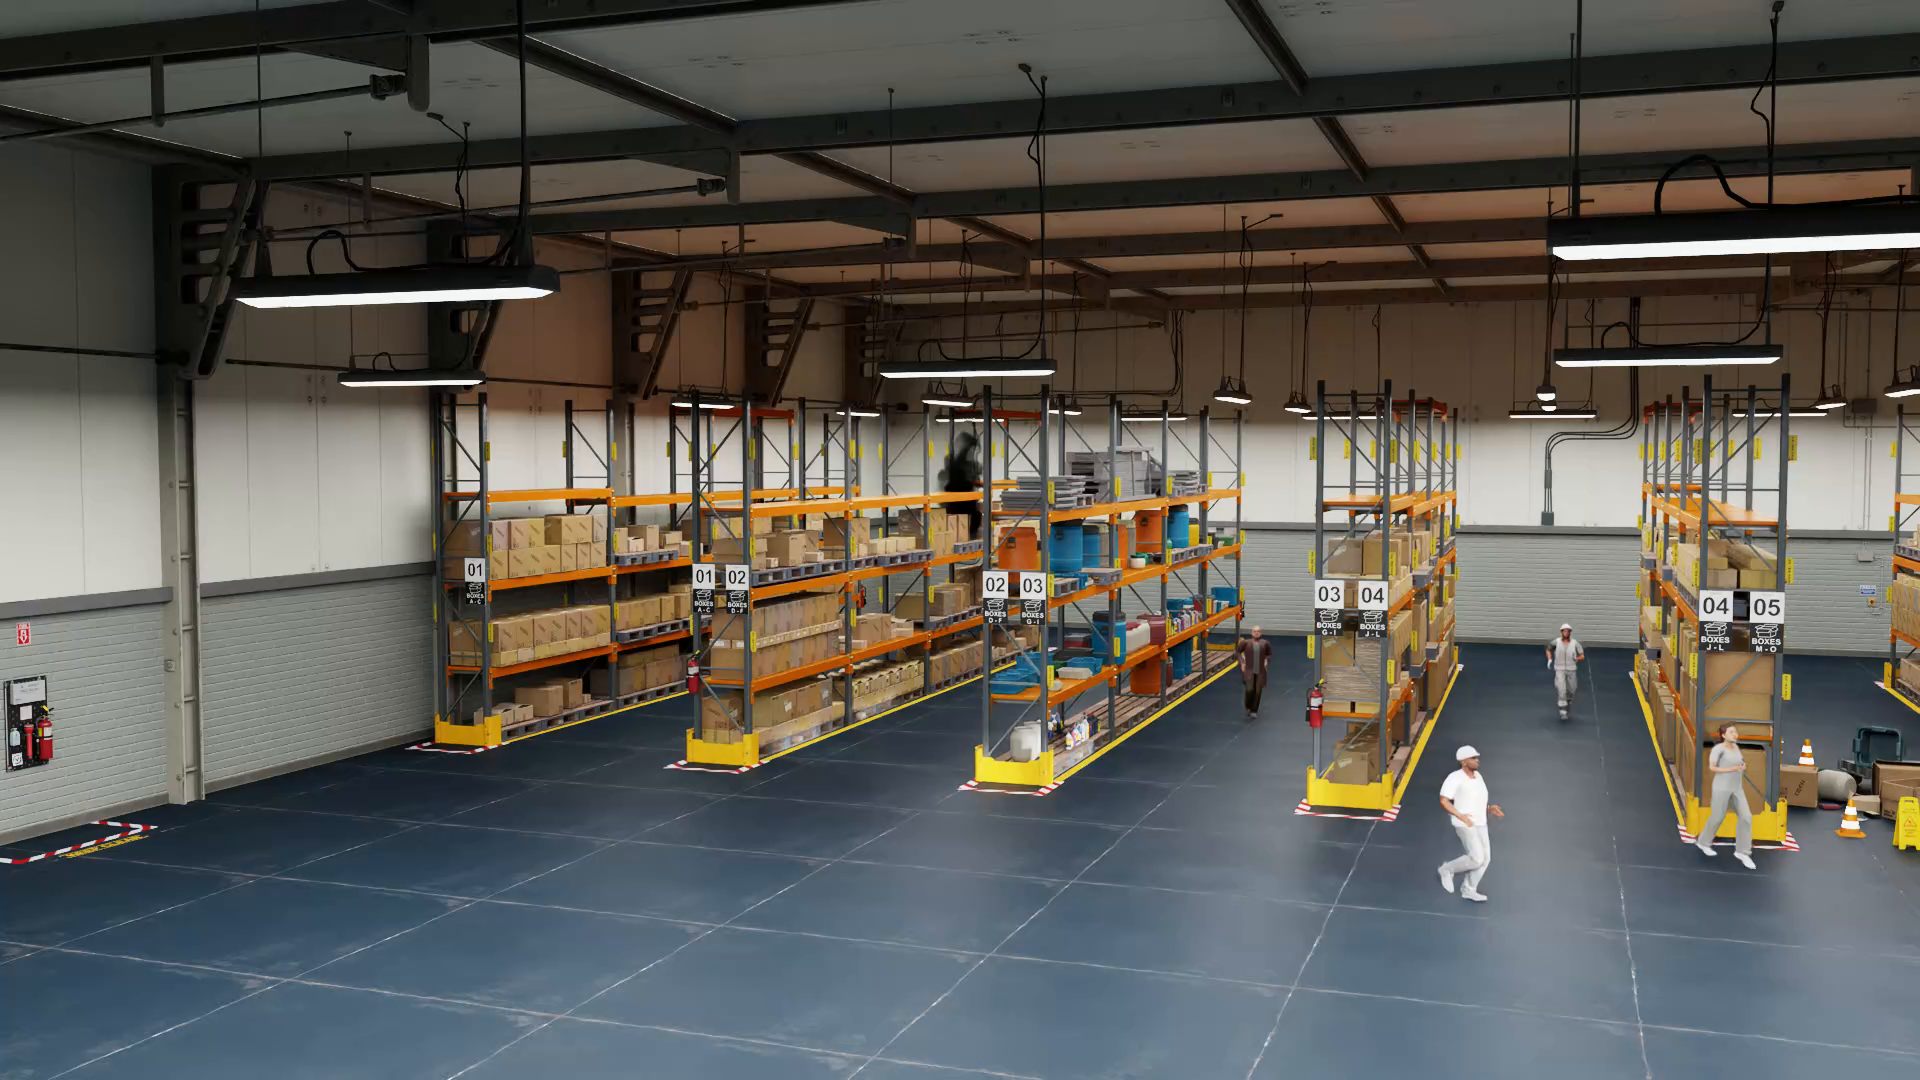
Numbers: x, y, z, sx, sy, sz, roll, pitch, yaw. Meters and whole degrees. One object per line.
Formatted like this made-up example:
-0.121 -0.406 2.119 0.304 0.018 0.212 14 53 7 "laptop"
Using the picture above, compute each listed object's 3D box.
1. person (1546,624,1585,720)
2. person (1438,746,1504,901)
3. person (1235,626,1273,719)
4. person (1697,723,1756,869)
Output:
11.306 2.451 31.054 0.667 1.768 0.921 1 3 15 "person"
5.673 3.153 18.538 0.698 1.718 0.606 -3 4 -42 "person"
5.489 2.473 30.961 0.680 1.746 0.691 0 3 2 "person"
9.314 3.078 20.225 0.566 1.723 0.761 -1 3 -17 "person"
